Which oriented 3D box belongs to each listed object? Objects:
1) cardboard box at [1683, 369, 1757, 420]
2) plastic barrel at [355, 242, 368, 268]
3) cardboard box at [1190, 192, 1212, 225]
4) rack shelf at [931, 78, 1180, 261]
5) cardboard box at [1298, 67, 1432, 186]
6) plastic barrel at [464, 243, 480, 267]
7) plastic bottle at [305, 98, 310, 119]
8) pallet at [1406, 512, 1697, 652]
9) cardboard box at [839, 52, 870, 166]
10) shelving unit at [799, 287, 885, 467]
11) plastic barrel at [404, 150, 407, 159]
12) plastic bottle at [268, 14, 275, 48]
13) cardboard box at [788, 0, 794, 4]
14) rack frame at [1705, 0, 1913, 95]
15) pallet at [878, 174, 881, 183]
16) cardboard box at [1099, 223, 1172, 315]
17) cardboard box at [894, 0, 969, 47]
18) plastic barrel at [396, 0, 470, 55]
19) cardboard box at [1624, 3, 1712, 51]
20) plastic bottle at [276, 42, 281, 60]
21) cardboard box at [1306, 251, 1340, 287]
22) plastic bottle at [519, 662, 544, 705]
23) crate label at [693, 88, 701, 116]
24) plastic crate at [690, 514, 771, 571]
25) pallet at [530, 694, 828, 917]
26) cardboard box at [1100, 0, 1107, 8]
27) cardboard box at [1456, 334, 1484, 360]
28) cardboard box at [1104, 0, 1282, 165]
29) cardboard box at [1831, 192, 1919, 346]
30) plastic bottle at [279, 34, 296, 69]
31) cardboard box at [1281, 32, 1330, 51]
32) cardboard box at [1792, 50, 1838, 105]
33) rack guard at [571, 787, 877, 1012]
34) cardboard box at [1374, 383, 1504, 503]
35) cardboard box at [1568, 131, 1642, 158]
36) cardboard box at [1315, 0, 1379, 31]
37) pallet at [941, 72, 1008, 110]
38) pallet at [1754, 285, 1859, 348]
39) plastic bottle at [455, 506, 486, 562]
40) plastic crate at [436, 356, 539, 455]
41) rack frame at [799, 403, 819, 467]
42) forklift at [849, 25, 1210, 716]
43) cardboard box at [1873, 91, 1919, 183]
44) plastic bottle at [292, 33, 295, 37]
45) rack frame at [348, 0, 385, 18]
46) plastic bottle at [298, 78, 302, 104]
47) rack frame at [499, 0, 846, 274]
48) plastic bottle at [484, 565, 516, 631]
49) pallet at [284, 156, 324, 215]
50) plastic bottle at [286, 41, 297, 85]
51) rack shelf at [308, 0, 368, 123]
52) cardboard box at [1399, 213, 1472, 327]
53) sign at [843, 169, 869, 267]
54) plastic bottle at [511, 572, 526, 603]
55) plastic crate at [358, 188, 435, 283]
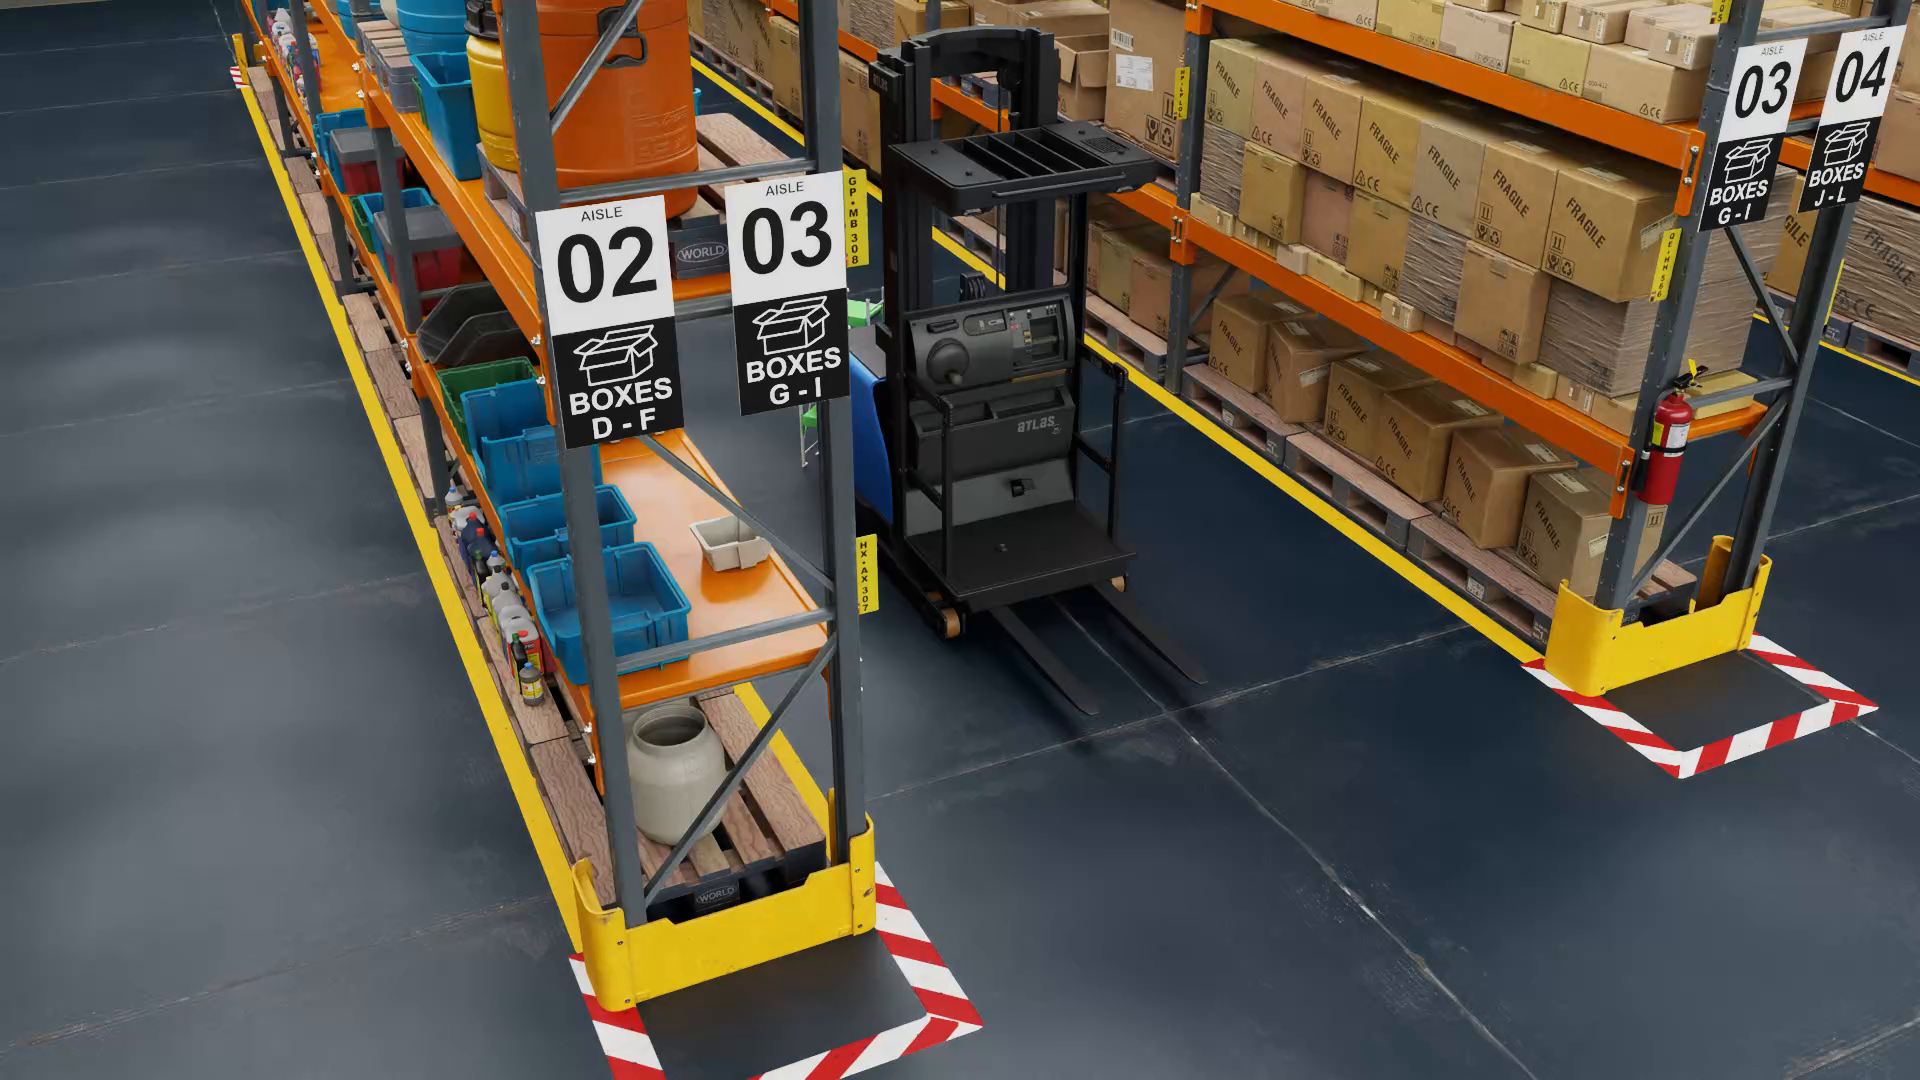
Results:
[{"bbox_3d":[3.714,-0.742,8.263,0.380,0.149,0.250,-13,32,-22],"label":"cardboard box"},{"bbox_3d":[-4.512,-2.618,13.142,0.600,0.830,0.708,-13,32,-22],"label":"plastic barrel"},{"bbox_3d":[1.725,-2.175,10.818,0.380,0.149,0.250,-13,32,-22],"label":"cardboard box"},{"bbox_3d":[1.046,-3.012,12.790,1.077,0.370,4.000,-13,32,-22],"label":"rack shelf"},{"bbox_3d":[2.298,-2.358,9.460,0.500,0.500,0.500,-13,32,-22],"label":"cardboard box"},{"bbox_3d":[-2.782,-1.930,9.987,0.433,0.535,0.433,0,29,0],"label":"plastic barrel"},{"bbox_3d":[-5.019,-3.372,12.899,0.097,0.201,0.097,0,29,0],"label":"plastic bottle"},{"bbox_3d":[3.272,0.141,9.283,1.003,0.211,1.213,-13,32,-22],"label":"pallet"},{"bbox_3d":[-0.466,-4.170,15.863,1.225,0.875,0.875,-13,32,-22],"label":"cardboard box"},{"bbox_3d":[-0.727,-0.996,10.299,0.503,1.200,0.258,12,31,20],"label":"shelving unit"},{"bbox_3d":[-3.814,-3.087,12.050,0.600,0.536,0.708,-13,32,-22],"label":"plastic barrel"},{"bbox_3d":[-6.174,-4.575,14.961,0.061,0.283,0.133,-13,32,-22],"label":"plastic bottle"},{"bbox_3d":[-1.559,-5.764,16.860,0.500,0.500,0.500,-13,32,-22],"label":"cardboard box"},{"bbox_3d":[3.621,-3.292,6.420,1.000,3.000,0.127,-13,32,-22],"label":"rack frame"},{"bbox_3d":[-0.083,-3.357,15.521,1.003,0.211,1.213,-13,32,-22],"label":"pallet"},{"bbox_3d":[1.472,-2.034,12.417,0.700,0.500,0.500,-13,32,-22],"label":"cardboard box"},{"bbox_3d":[-0.249,-4.419,14.461,0.500,0.500,0.500,-12,31,-20],"label":"cardboard box"},{"bbox_3d":[-2.239,-2.650,7.401,0.600,0.901,0.708,-13,32,-22],"label":"plastic barrel"},{"bbox_3d":[3.215,-2.289,7.444,0.380,0.149,0.250,-14,32,-24],"label":"cardboard box"},{"bbox_3d":[-5.925,-4.304,14.561,0.097,0.201,0.097,0,29,0],"label":"plastic bottle"},{"bbox_3d":[2.284,-1.628,9.843,0.380,0.149,0.250,-13,32,-22],"label":"cardboard box"},{"bbox_3d":[-2.036,0.674,7.892,0.097,0.201,0.097,0,29,0],"label":"plastic bottle"},{"bbox_3d":[-1.357,-1.775,6.934,0.502,0.251,0.408,-13,32,-22],"label":"crate label"},{"bbox_3d":[-0.946,0.017,6.923,0.298,0.136,0.250,-13,32,-22],"label":"plastic crate"},{"bbox_3d":[-1.271,1.197,7.399,1.003,0.211,1.213,-13,32,-22],"label":"pallet"},{"bbox_3d":[1.993,-6.836,21.055,0.380,0.149,0.250,-12,31,-20],"label":"cardboard box"},{"bbox_3d":[2.889,-1.091,8.886,0.380,0.149,0.250,-13,32,-22],"label":"cardboard box"},{"bbox_3d":[1.690,-3.268,11.468,1.000,1.000,1.000,-13,32,-22],"label":"cardboard box"},{"bbox_3d":[7.024,-2.006,12.003,0.875,0.875,0.875,-13,32,-22],"label":"cardboard box"},{"bbox_3d":[-5.751,-4.189,14.280,0.152,0.276,0.135,-13,32,-22],"label":"plastic bottle"},{"bbox_3d":[2.346,-2.911,10.445,0.500,0.500,0.500,-13,32,-22],"label":"cardboard box"},{"bbox_3d":[3.648,-2.185,7.667,0.500,0.250,0.500,-12,31,-21],"label":"cardboard box"},{"bbox_3d":[-0.927,1.431,6.687,1.175,0.500,0.348,-13,32,-22],"label":"rack guard"},{"bbox_3d":[2.829,-0.585,9.853,0.500,0.500,0.500,-10,31,-17],"label":"cardboard box"},{"bbox_3d":[3.423,-1.807,8.478,0.500,0.500,0.500,-13,32,-22],"label":"cardboard box"},{"bbox_3d":[2.301,-2.978,9.081,0.500,0.250,0.500,-14,32,-24],"label":"cardboard box"},{"bbox_3d":[0.589,-3.833,13.715,1.213,0.211,1.003,-13,32,-22],"label":"pallet"},{"bbox_3d":[6.683,-1.871,12.870,1.003,0.211,1.213,-13,32,-22],"label":"pallet"},{"bbox_3d":[-2.665,-0.036,9.083,0.152,0.276,0.135,-12,31,-20],"label":"plastic bottle"},{"bbox_3d":[-2.241,-0.651,8.061,0.450,0.188,0.662,-13,32,-22],"label":"plastic crate"},{"bbox_3d":[-0.951,-1.043,10.383,0.015,1.200,0.240,12,31,20],"label":"rack frame"},{"bbox_3d":[0.268,-1.000,8.536,1.130,2.935,3.031,-13,32,-22],"label":"forklift"},{"bbox_3d":[6.978,-2.843,11.599,0.875,0.550,0.550,-13,32,-22],"label":"cardboard box"},{"bbox_3d":[-5.887,-4.438,14.801,0.097,0.201,0.097,0,29,0],"label":"plastic bottle"},{"bbox_3d":[-2.569,-4.019,7.717,1.000,3.000,0.127,-13,32,-22],"label":"rack frame"},{"bbox_3d":[-5.228,-3.587,13.282,0.097,0.201,0.097,0,29,0],"label":"plastic bottle"},{"bbox_3d":[-0.852,-2.252,4.566,1.000,3.000,0.127,-13,32,-22],"label":"rack frame"},{"bbox_3d":[-2.334,0.276,8.450,0.144,0.351,0.185,-13,32,-22],"label":"plastic bottle"},{"bbox_3d":[-5.710,-3.370,15.545,1.003,0.211,1.213,-13,32,-22],"label":"pallet"},{"bbox_3d":[-5.503,-3.961,13.798,0.144,0.351,0.185,-13,32,-22],"label":"plastic bottle"},{"bbox_3d":[-3.428,-3.280,10.202,1.077,0.370,4.000,-13,32,-22],"label":"rack shelf"},{"bbox_3d":[2.911,-1.523,8.993,0.875,0.500,0.500,-13,32,-22],"label":"cardboard box"},{"bbox_3d":[-0.353,-1.061,5.500,0.100,0.325,0.005,-13,32,-22],"label":"sign"},{"bbox_3d":[-2.211,0.266,8.543,0.152,0.276,0.135,-13,32,-22],"label":"plastic bottle"},{"bbox_3d":[-3.324,-1.817,9.940,0.392,0.384,0.575,-13,32,-22],"label":"plastic crate"}]
